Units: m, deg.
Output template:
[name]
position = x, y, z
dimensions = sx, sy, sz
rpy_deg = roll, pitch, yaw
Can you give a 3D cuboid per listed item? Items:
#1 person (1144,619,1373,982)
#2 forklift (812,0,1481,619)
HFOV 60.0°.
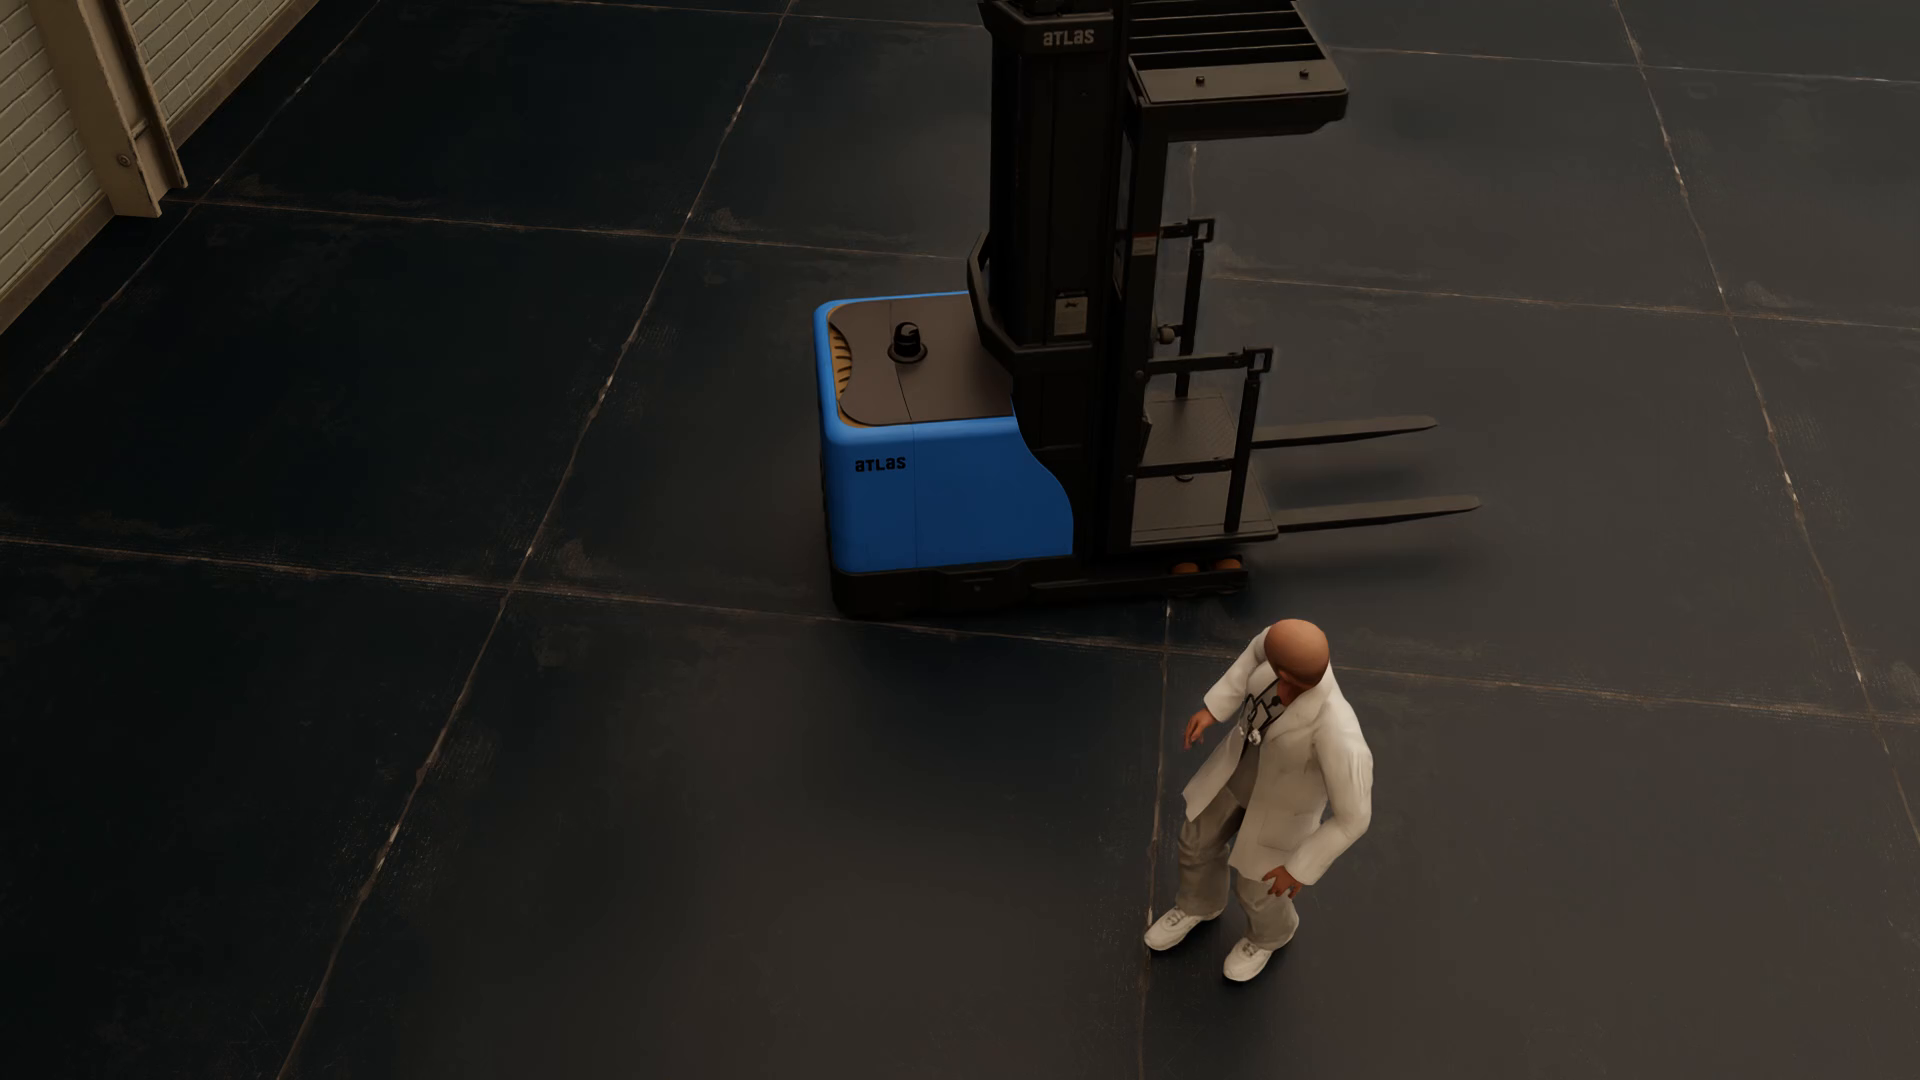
[person]
position = 1.004, 0.900, 5.624
dimensions = 0.545, 1.753, 0.790
rpy_deg = -19, 46, -20
[forklift]
position = 0.881, -1.168, 6.996
dimensions = 3.031, 2.935, 1.130
rpy_deg = -5, 43, -5
